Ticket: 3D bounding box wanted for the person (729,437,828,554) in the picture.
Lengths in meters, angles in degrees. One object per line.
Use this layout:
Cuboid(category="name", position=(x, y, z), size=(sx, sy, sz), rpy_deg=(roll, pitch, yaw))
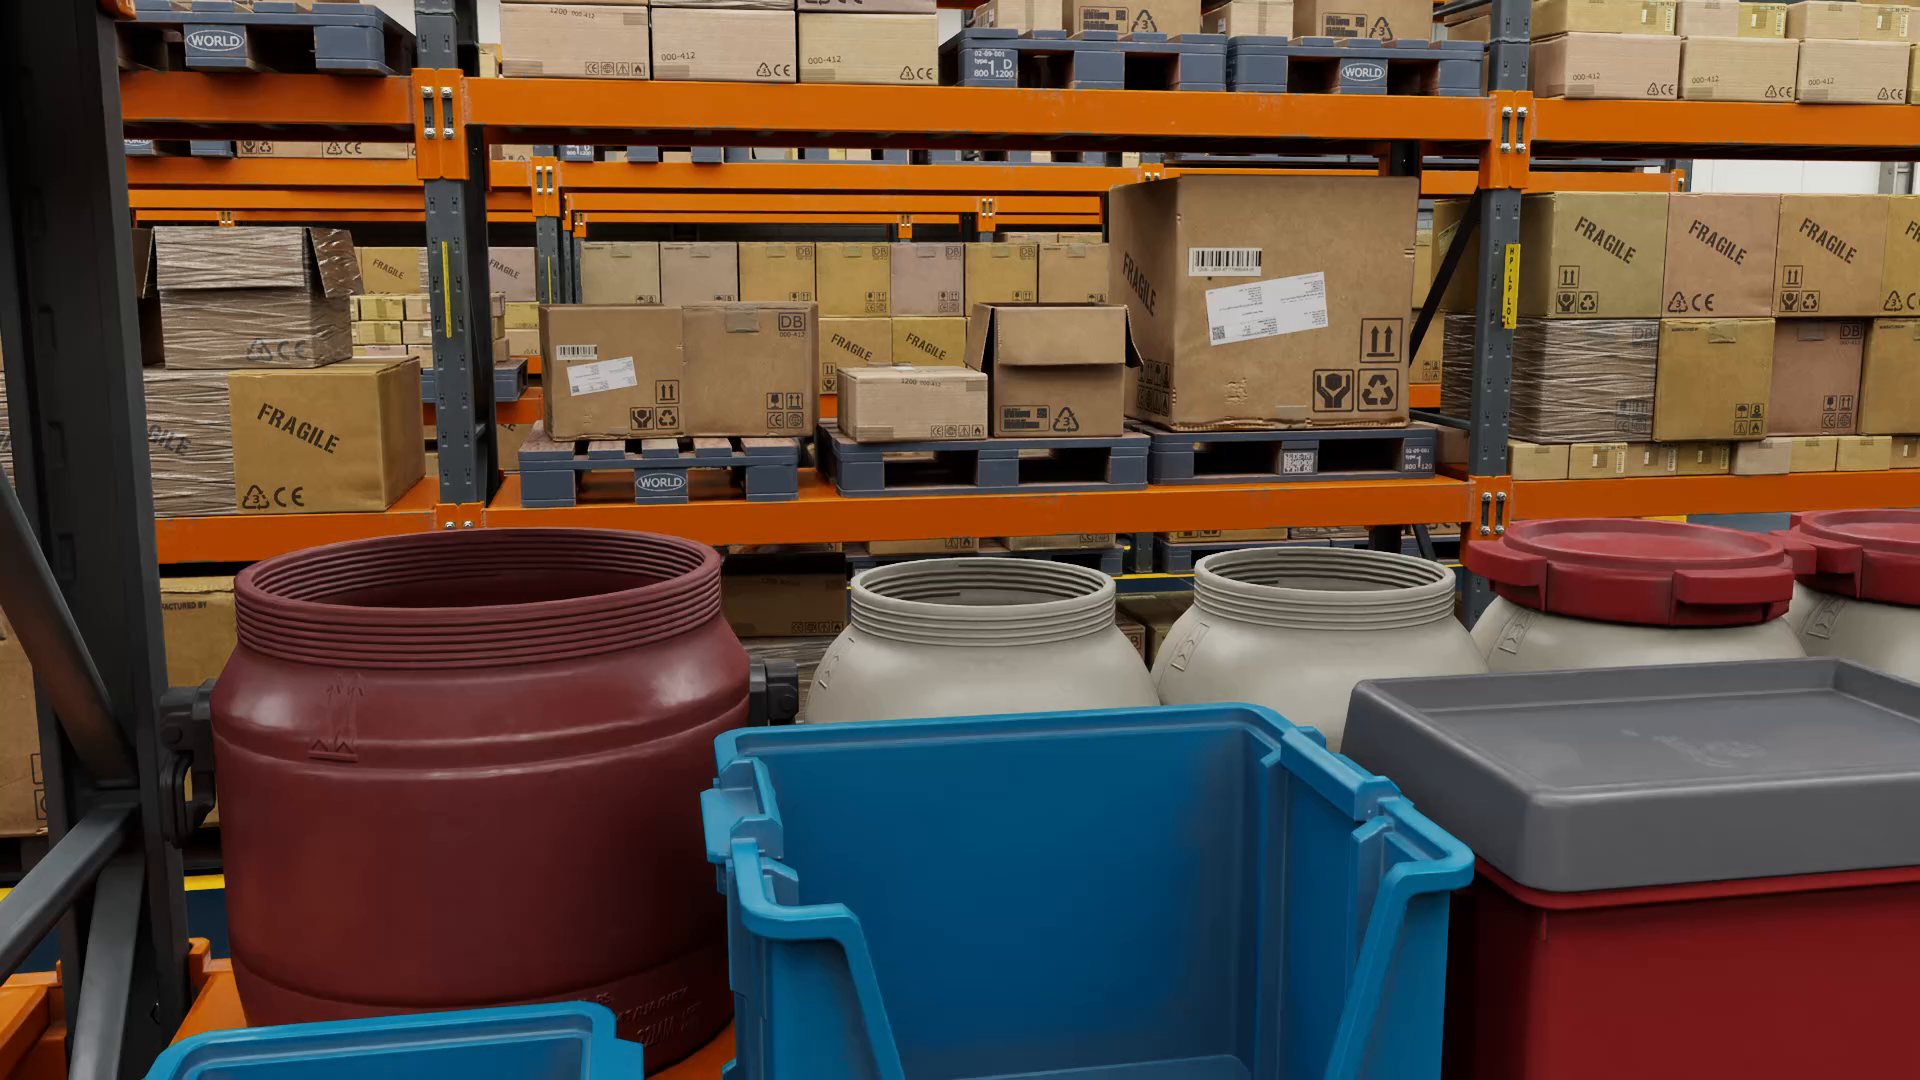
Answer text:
Cuboid(category="person", position=(-0.926, -0.010, 8.475), size=(0.555, 1.581, 0.581), rpy_deg=(-2, 10, -10))
